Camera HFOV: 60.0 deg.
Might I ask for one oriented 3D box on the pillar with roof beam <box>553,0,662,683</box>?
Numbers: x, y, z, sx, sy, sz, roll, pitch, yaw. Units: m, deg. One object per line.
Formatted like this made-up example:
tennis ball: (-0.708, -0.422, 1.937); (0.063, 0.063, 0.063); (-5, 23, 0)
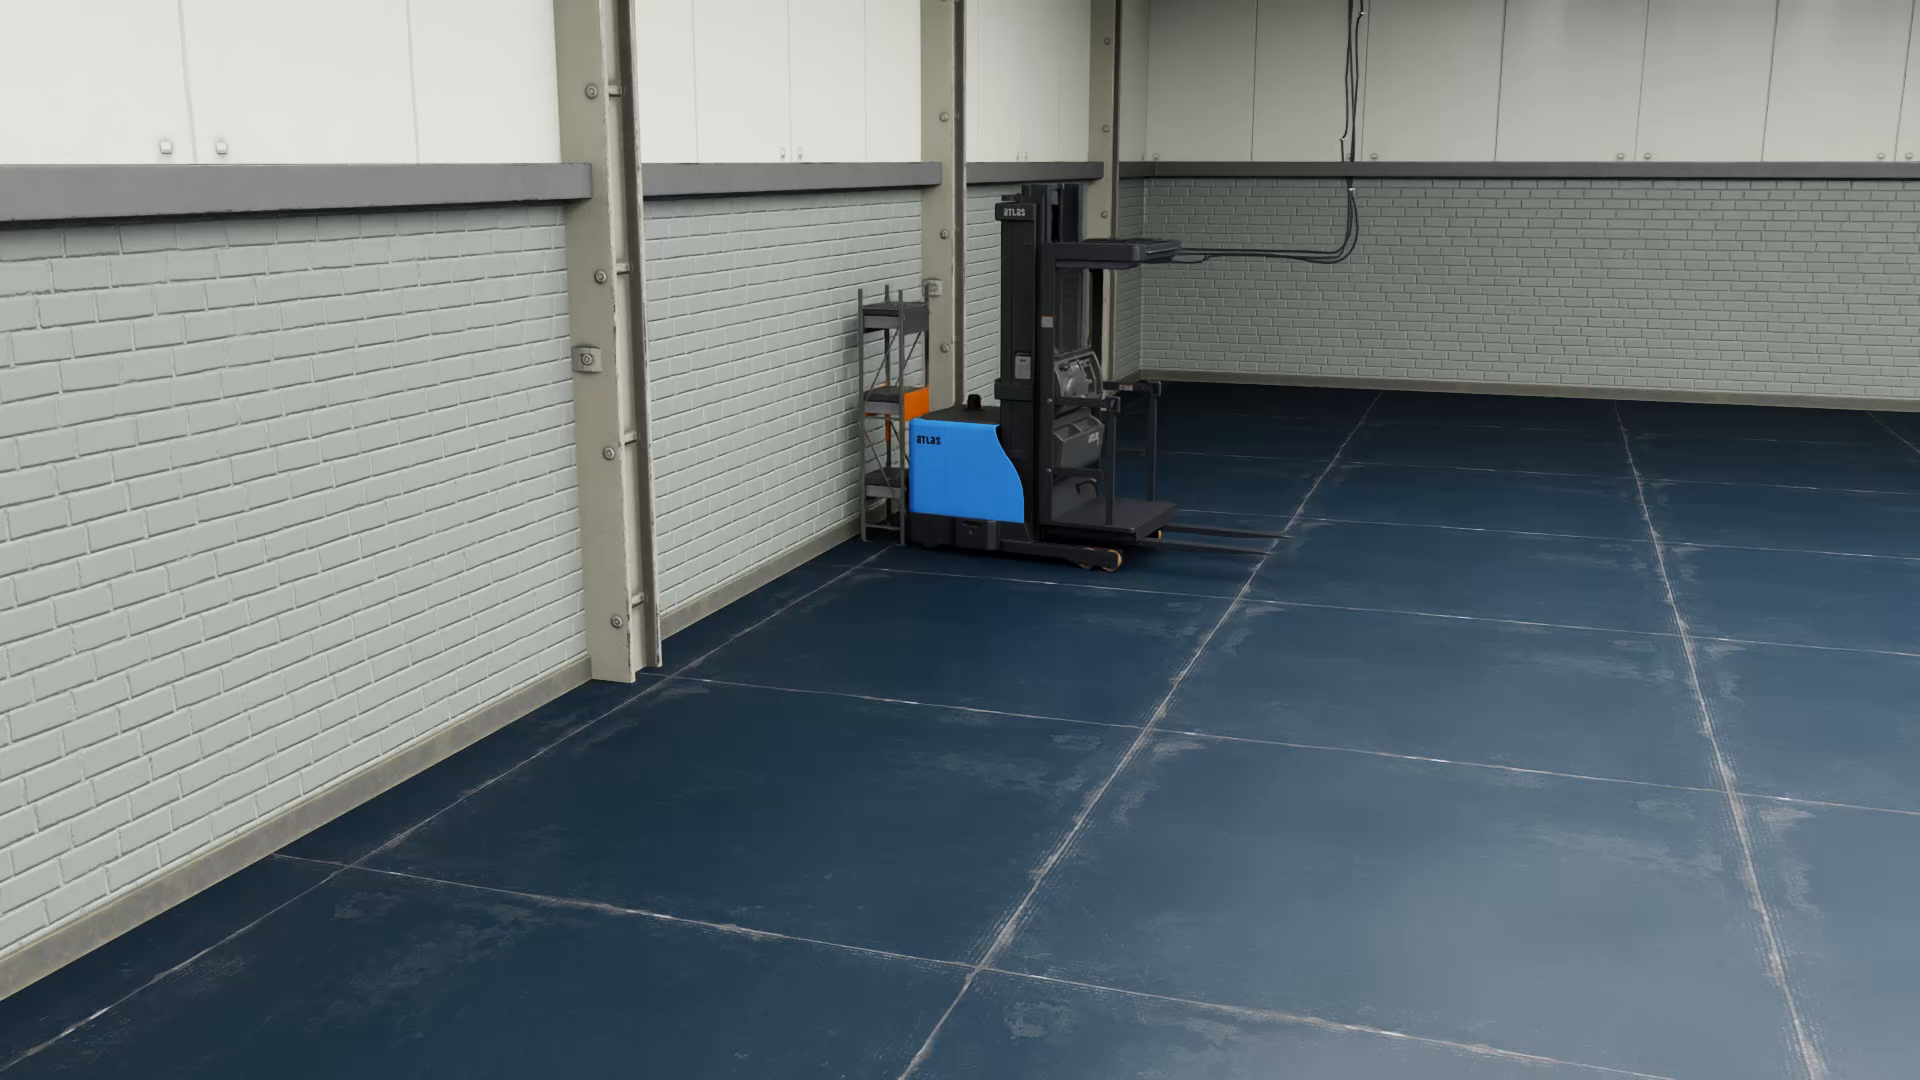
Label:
pillar with roof beam: (1.982, -3.256, 8.031); (9.100, 9.000, 0.400); (4, 14, 18)

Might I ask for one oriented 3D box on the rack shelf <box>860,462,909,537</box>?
rack shelf: (-0.541, -0.347, 13.995); (0.431, 0.518, 0.480); (6, 14, 23)

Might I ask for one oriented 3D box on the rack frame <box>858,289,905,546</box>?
rack frame: (-0.641, -0.993, 13.619); (0.400, 2.100, 0.015); (6, 14, 23)

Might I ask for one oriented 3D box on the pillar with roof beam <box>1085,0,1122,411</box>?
pillar with roof beam: (5.865, -5.783, 19.101); (9.100, 9.000, 0.400); (4, 14, 18)

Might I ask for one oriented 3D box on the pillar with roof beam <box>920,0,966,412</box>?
pillar with roof beam: (3.924, -4.519, 13.566); (9.100, 9.000, 0.400); (4, 14, 18)

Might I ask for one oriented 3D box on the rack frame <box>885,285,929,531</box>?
rack frame: (-0.442, -1.092, 14.053); (0.400, 2.100, 0.015); (6, 14, 23)

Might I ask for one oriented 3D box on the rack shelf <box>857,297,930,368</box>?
rack shelf: (-0.541, -1.712, 13.683); (0.431, 0.518, 0.480); (6, 14, 23)

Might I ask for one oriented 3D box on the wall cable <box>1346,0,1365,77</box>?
wall cable: (6.556, -7.371, 21.689); (3.097, 2.526, 0.112); (4, 14, 18)

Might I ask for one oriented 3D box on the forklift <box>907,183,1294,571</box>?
forklift: (1.128, -1.320, 13.186); (3.031, 2.935, 1.130); (6, 14, 24)

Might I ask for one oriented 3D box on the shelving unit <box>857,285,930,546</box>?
shelving unit: (-0.541, -1.042, 13.836); (0.431, 2.100, 0.503); (6, 14, 23)

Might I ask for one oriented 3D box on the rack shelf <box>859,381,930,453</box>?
rack shelf: (-0.541, -1.029, 13.839); (0.431, 0.518, 0.480); (6, 14, 23)

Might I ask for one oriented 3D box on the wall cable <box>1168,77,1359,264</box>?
wall cable: (3.996, -5.104, 23.105); (3.097, 2.526, 0.112); (4, 14, 18)
